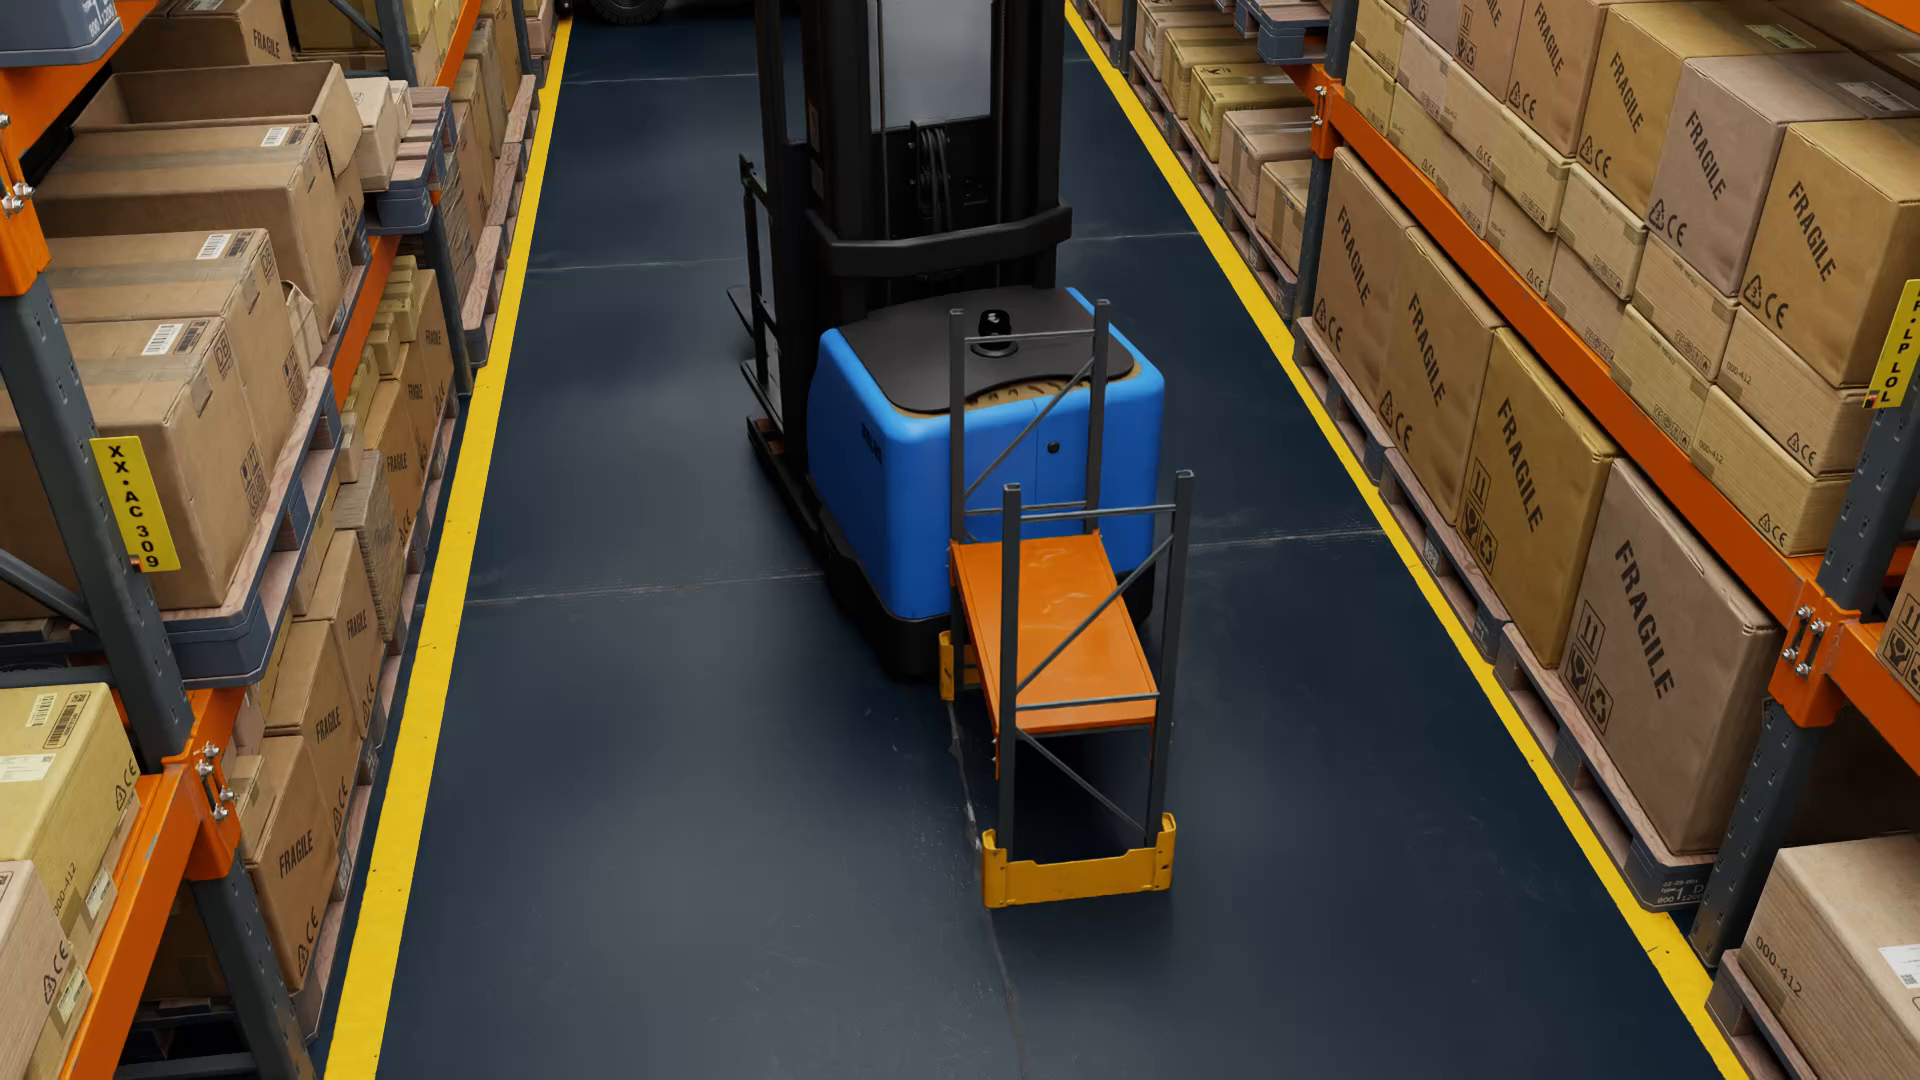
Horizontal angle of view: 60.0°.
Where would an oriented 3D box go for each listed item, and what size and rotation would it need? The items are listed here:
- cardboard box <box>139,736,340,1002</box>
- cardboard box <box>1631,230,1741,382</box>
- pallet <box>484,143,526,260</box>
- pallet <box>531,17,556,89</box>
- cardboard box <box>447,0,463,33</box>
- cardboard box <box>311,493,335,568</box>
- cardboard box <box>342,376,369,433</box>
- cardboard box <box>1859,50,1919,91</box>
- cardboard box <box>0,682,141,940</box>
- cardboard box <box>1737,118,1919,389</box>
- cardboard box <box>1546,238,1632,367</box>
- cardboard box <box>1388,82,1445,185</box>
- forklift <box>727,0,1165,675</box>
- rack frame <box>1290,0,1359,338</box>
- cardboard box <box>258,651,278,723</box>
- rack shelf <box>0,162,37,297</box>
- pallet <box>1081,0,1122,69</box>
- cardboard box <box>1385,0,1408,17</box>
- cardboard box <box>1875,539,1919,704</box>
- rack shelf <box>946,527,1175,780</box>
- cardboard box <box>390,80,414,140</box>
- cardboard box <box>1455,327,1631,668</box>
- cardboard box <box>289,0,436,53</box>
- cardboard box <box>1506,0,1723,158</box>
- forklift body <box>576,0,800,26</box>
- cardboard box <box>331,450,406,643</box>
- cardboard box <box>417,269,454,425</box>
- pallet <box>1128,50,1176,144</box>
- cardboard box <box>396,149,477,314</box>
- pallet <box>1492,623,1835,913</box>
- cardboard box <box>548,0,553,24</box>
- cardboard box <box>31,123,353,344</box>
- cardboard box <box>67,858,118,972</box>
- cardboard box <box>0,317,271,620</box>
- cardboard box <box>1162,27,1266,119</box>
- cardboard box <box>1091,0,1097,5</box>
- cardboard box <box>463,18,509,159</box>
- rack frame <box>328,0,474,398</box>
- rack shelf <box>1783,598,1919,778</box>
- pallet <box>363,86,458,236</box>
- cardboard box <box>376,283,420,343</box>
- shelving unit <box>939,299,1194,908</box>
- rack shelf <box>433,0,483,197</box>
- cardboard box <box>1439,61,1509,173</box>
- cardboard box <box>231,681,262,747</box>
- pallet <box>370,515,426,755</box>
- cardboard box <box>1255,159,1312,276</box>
[{"bbox_3d":[-2.076,0.906,4.604,0.500,0.500,0.500,-3,34,-4],"label":"cardboard box"},{"bbox_3d":[2.309,-0.695,4.795,0.500,0.250,0.500,-4,34,-5],"label":"cardboard box"},{"bbox_3d":[-3.005,-1.888,9.333,1.003,0.211,1.213,-4,35,-6],"label":"pallet"},{"bbox_3d":[-3.375,-3.425,11.589,1.003,0.211,1.213,-4,35,-6],"label":"pallet"},{"bbox_3d":[-2.729,-2.671,8.138,0.500,0.250,0.500,-5,35,-8],"label":"cardboard box"},{"bbox_3d":[-2.256,-0.019,5.385,0.380,0.149,0.250,-3,34,-5],"label":"cardboard box"},{"bbox_3d":[-2.371,-0.461,6.033,0.380,0.149,0.250,-5,35,-7],"label":"cardboard box"},{"bbox_3d":[2.814,-1.048,4.648,0.500,0.500,0.500,-5,35,-7],"label":"cardboard box"},{"bbox_3d":[-1.924,0.538,3.166,0.500,0.250,0.500,-4,34,-5],"label":"cardboard box"},{"bbox_3d":[2.375,-0.729,4.180,0.500,0.500,0.500,-3,34,-5],"label":"cardboard box"},{"bbox_3d":[2.258,-0.781,5.366,0.500,0.250,0.500,-5,35,-8],"label":"cardboard box"},{"bbox_3d":[2.049,-1.637,6.622,0.500,0.250,0.500,-5,35,-8],"label":"cardboard box"},{"bbox_3d":[-0.284,-1.554,6.428,1.130,2.935,3.031,-12,36,-17],"label":"forklift"},{"bbox_3d":[2.146,-2.277,7.427,1.000,3.000,0.127,-4,35,-6],"label":"rack frame"},{"bbox_3d":[-2.178,0.414,4.750,0.380,0.149,0.250,-6,35,-9],"label":"cardboard box"},{"bbox_3d":[-1.965,0.507,1.317,1.077,0.370,4.000,-4,35,-6],"label":"rack shelf"},{"bbox_3d":[1.483,-3.728,12.034,1.003,0.211,1.213,-4,35,-6],"label":"pallet"},{"bbox_3d":[1.970,-2.437,6.686,0.500,0.500,0.500,-5,35,-8],"label":"cardboard box"},{"bbox_3d":[2.488,0.196,3.710,0.500,0.500,0.500,-3,34,-5],"label":"cardboard box"},{"bbox_3d":[0.289,0.330,5.254,0.538,0.185,1.000,-5,35,-7],"label":"rack shelf"},{"bbox_3d":[-2.303,-1.631,6.330,0.380,0.149,0.250,-4,34,-5],"label":"cardboard box"},{"bbox_3d":[2.392,-0.183,5.869,0.875,0.875,0.875,-3,34,-5],"label":"cardboard box"},{"bbox_3d":[-2.565,-2.311,7.167,0.500,0.250,0.500,-4,35,-6],"label":"cardboard box"},{"bbox_3d":[2.165,-1.590,5.442,0.500,0.500,0.500,-4,34,-6],"label":"cardboard box"},{"bbox_3d":[-1.785,-5.092,12.312,2.313,2.155,1.214,-4,35,-6],"label":"forklift body"},{"bbox_3d":[-2.284,0.041,5.873,0.500,0.500,0.500,-6,35,-8],"label":"cardboard box"},{"bbox_3d":[-2.502,-0.819,7.136,0.500,0.500,0.500,-3,34,-5],"label":"cardboard box"},{"bbox_3d":[1.714,-2.922,10.850,1.003,0.211,1.213,-4,35,-6],"label":"pallet"},{"bbox_3d":[-2.842,-1.440,7.935,0.875,0.625,0.625,-3,34,-5],"label":"cardboard box"},{"bbox_3d":[2.506,0.683,5.560,1.003,0.211,1.213,-4,35,-6],"label":"pallet"},{"bbox_3d":[-3.131,-3.745,11.651,0.500,0.250,0.500,-5,35,-7],"label":"cardboard box"},{"bbox_3d":[-2.253,-0.895,4.938,0.700,0.500,0.500,-5,35,-7],"label":"cardboard box"},{"bbox_3d":[-1.884,0.740,3.224,0.380,0.149,0.250,-3,34,-5],"label":"cardboard box"},{"bbox_3d":[-2.077,-0.168,3.871,0.700,0.500,0.500,-4,34,-5],"label":"cardboard box"},{"bbox_3d":[1.781,-2.903,10.307,0.950,0.372,0.625,-2,34,-3],"label":"cardboard box"},{"bbox_3d":[1.181,-4.152,12.248,0.500,0.250,0.500,-5,35,-8],"label":"cardboard box"},{"bbox_3d":[-3.132,-2.599,9.636,0.875,0.625,0.625,-5,35,-7],"label":"cardboard box"},{"bbox_3d":[-2.772,-1.899,6.872,1.000,3.000,0.127,-4,35,-6],"label":"rack frame"},{"bbox_3d":[2.953,1.369,2.717,1.077,0.370,4.000,-4,35,-6],"label":"rack shelf"},{"bbox_3d":[-2.611,-1.446,6.379,1.213,0.211,1.003,-4,35,-6],"label":"pallet"},{"bbox_3d":[-2.387,-0.901,6.679,0.380,0.149,0.250,-6,35,-9],"label":"cardboard box"},{"bbox_3d":[0.291,0.186,5.145,0.587,1.500,1.083,-5,35,-7],"label":"shelving unit"},{"bbox_3d":[-3.041,-2.717,8.713,1.077,0.370,4.000,-4,35,-6],"label":"rack shelf"},{"bbox_3d":[2.093,-1.552,6.053,0.500,0.250,0.500,-4,35,-7],"label":"cardboard box"},{"bbox_3d":[-2.101,0.440,4.447,0.380,0.149,0.250,-6,35,-9],"label":"cardboard box"},{"bbox_3d":[-2.548,0.353,6.045,1.003,0.211,1.213,-4,35,-6],"label":"pallet"},{"bbox_3d":[2.080,-1.680,8.513,0.950,0.372,0.625,-7,35,-10],"label":"cardboard box"}]
